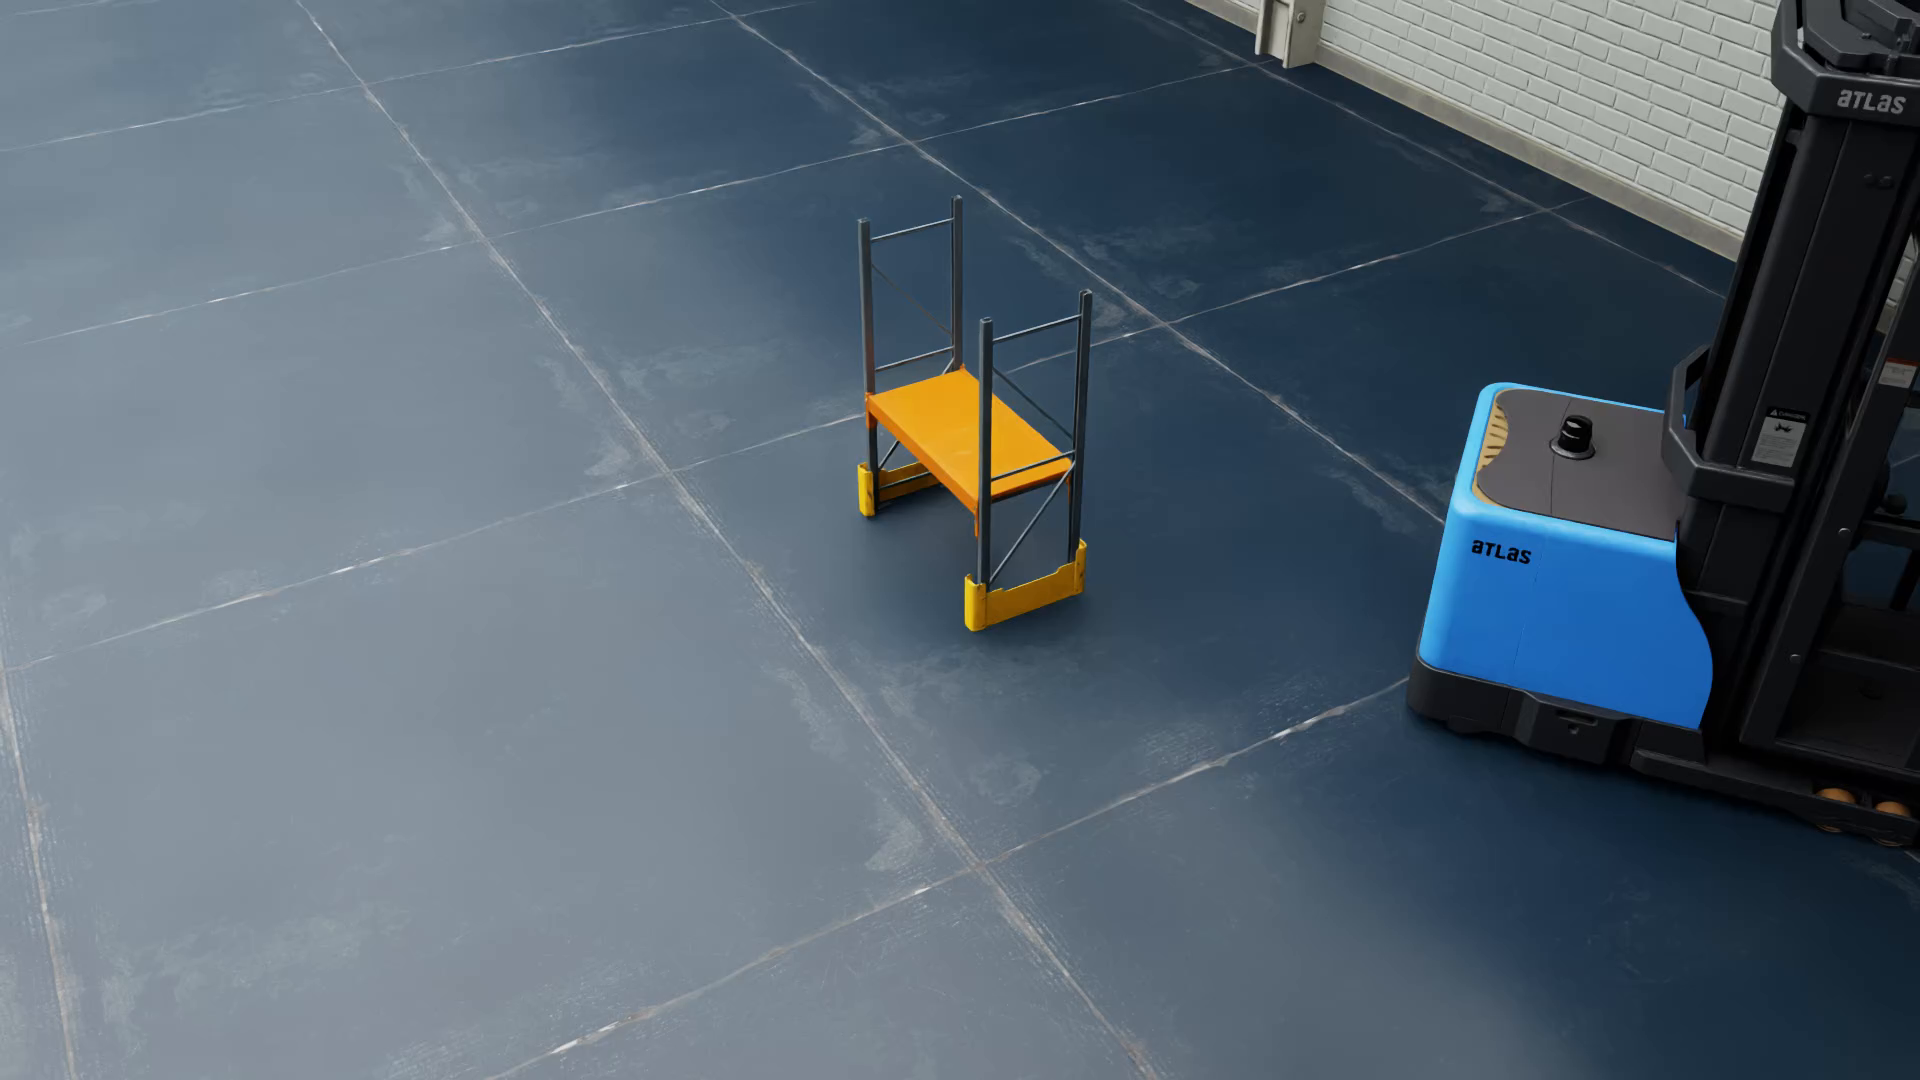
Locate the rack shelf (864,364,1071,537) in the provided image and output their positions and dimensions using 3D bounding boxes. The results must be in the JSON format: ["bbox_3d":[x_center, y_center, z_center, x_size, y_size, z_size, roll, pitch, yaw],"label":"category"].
[{"bbox_3d":[0.043,-0.417,7.354,0.538,0.185,1.000,-19,40,-24],"label":"rack shelf"}]

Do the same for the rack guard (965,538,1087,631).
[{"bbox_3d":[0.288,0.192,7.275,0.587,0.250,0.087,-19,40,-24],"label":"rack guard"}]

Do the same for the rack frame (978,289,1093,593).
[{"bbox_3d":[0.298,-0.303,6.893,0.500,1.500,0.032,-19,40,-24],"label":"rack frame"}]

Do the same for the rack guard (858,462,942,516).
[{"bbox_3d":[-0.212,-0.316,7.971,0.587,0.250,0.087,-19,40,-24],"label":"rack guard"}]

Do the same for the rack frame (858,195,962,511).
[{"bbox_3d":[-0.213,-0.821,7.603,0.500,1.500,0.032,-19,40,-24],"label":"rack frame"}]

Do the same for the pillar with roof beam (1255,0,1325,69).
[{"bbox_3d":[-1.201,-6.095,8.466,9.100,9.000,0.400,-19,40,-24],"label":"pillar with roof beam"}]

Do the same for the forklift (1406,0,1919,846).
[{"bbox_3d":[3.380,-0.401,5.815,3.031,2.935,1.130,13,38,17],"label":"forklift"}]

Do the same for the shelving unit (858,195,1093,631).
[{"bbox_3d":[0.038,-0.567,7.254,0.587,1.500,1.083,-19,40,-24],"label":"shelving unit"}]
